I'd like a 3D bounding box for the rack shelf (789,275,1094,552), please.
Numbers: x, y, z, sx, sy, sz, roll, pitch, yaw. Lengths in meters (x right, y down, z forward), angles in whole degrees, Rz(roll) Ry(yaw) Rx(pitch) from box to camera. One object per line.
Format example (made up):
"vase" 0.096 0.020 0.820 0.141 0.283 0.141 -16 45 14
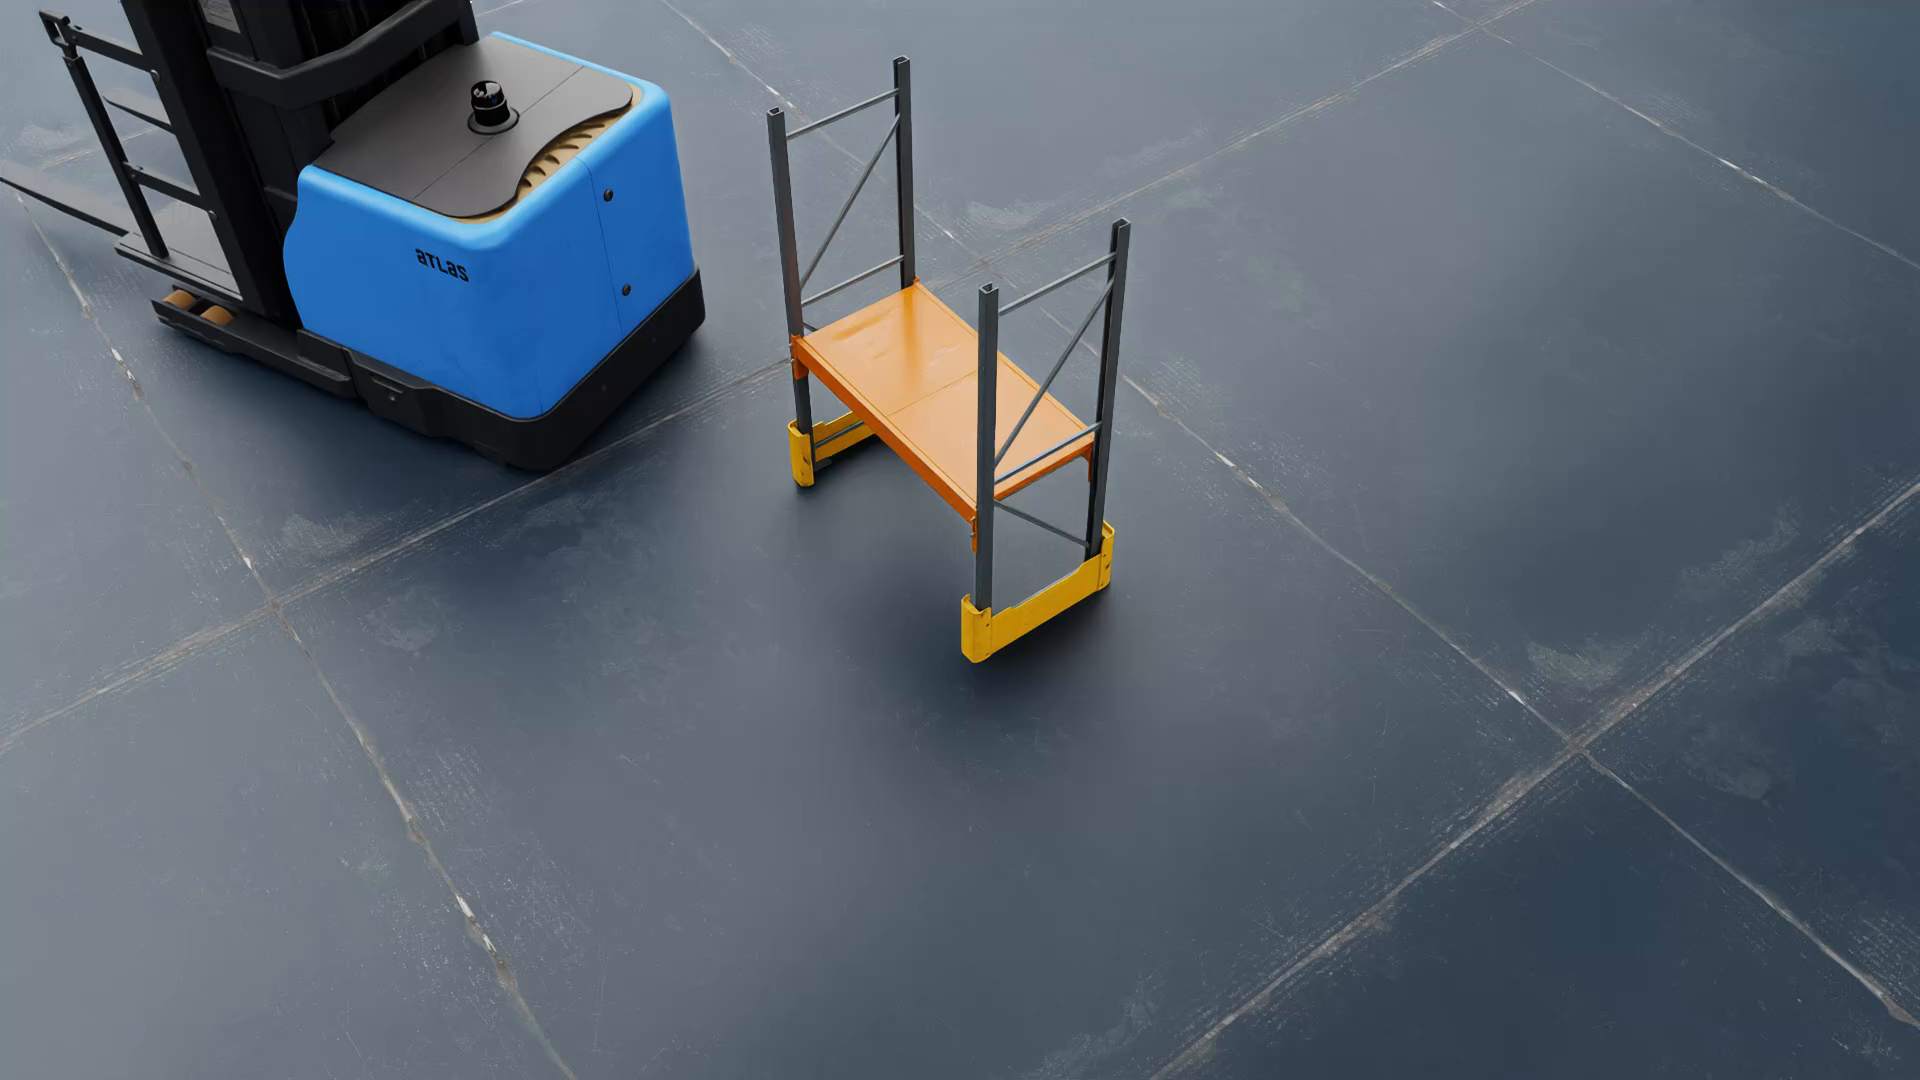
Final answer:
"rack shelf" -0.052 -0.433 5.373 0.538 0.185 1.000 -29 54 -24

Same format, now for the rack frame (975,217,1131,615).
"rack frame" 0.256 -0.254 4.968 0.500 1.500 0.032 -29 54 -24

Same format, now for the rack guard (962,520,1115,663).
"rack guard" 0.255 0.165 5.432 0.587 0.250 0.087 -29 54 -24

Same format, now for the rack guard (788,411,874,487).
"rack guard" -0.348 -0.423 5.964 0.587 0.250 0.087 -29 54 -24

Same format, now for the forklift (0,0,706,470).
"forklift" -2.525 -2.037 5.618 3.031 2.935 1.130 22 52 19

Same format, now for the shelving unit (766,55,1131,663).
"shelving unit" -0.046 -0.549 5.235 0.587 1.500 1.083 -29 54 -24

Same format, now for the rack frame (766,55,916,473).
"rack frame" -0.359 -0.854 5.512 0.500 1.500 0.032 -29 54 -24
